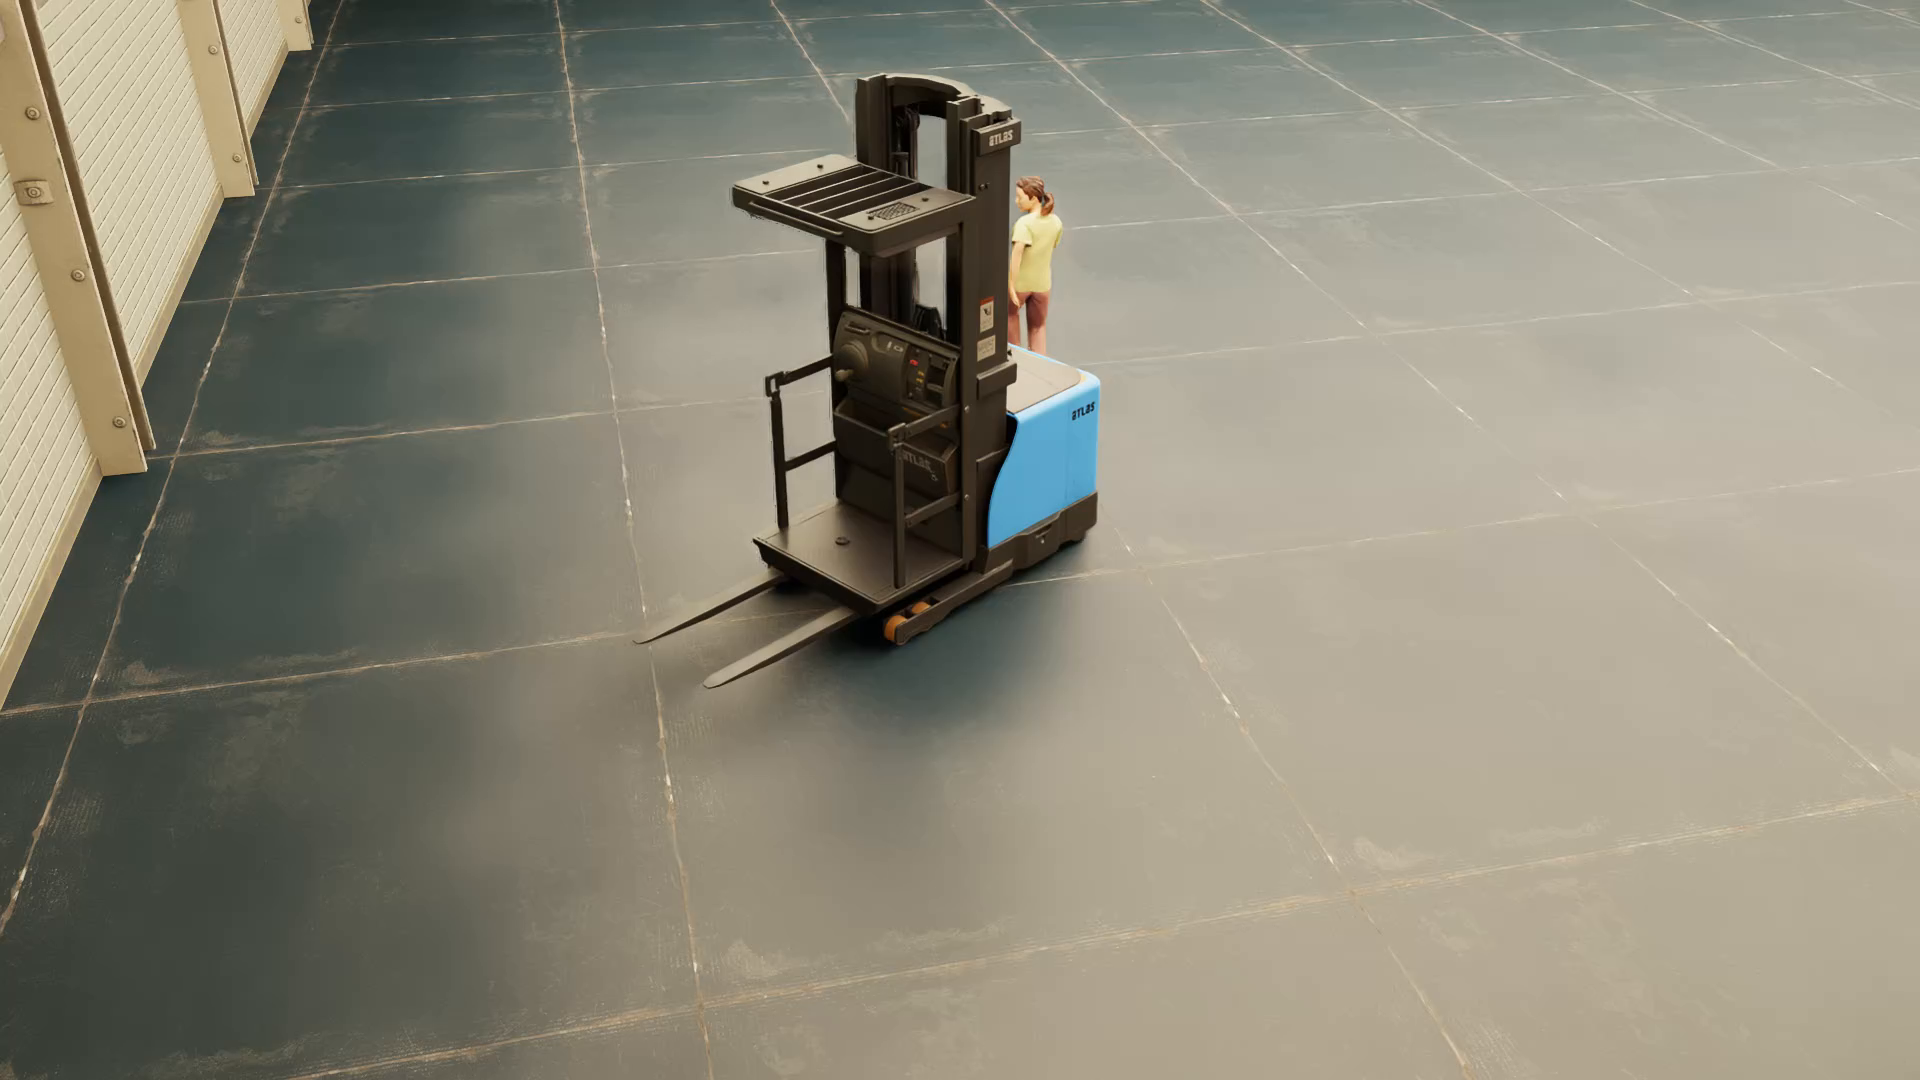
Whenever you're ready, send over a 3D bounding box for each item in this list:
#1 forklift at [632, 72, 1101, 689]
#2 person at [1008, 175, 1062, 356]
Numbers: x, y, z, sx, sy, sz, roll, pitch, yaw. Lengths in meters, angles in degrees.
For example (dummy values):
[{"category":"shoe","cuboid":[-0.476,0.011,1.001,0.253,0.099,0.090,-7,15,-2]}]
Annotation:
[{"category":"forklift","cuboid":[-0.513,-0.961,9.235,1.130,2.935,3.031,26,39,37]},{"category":"person","cuboid":[0.508,-1.840,12.126,0.515,1.669,0.801,-8,31,-13]}]
